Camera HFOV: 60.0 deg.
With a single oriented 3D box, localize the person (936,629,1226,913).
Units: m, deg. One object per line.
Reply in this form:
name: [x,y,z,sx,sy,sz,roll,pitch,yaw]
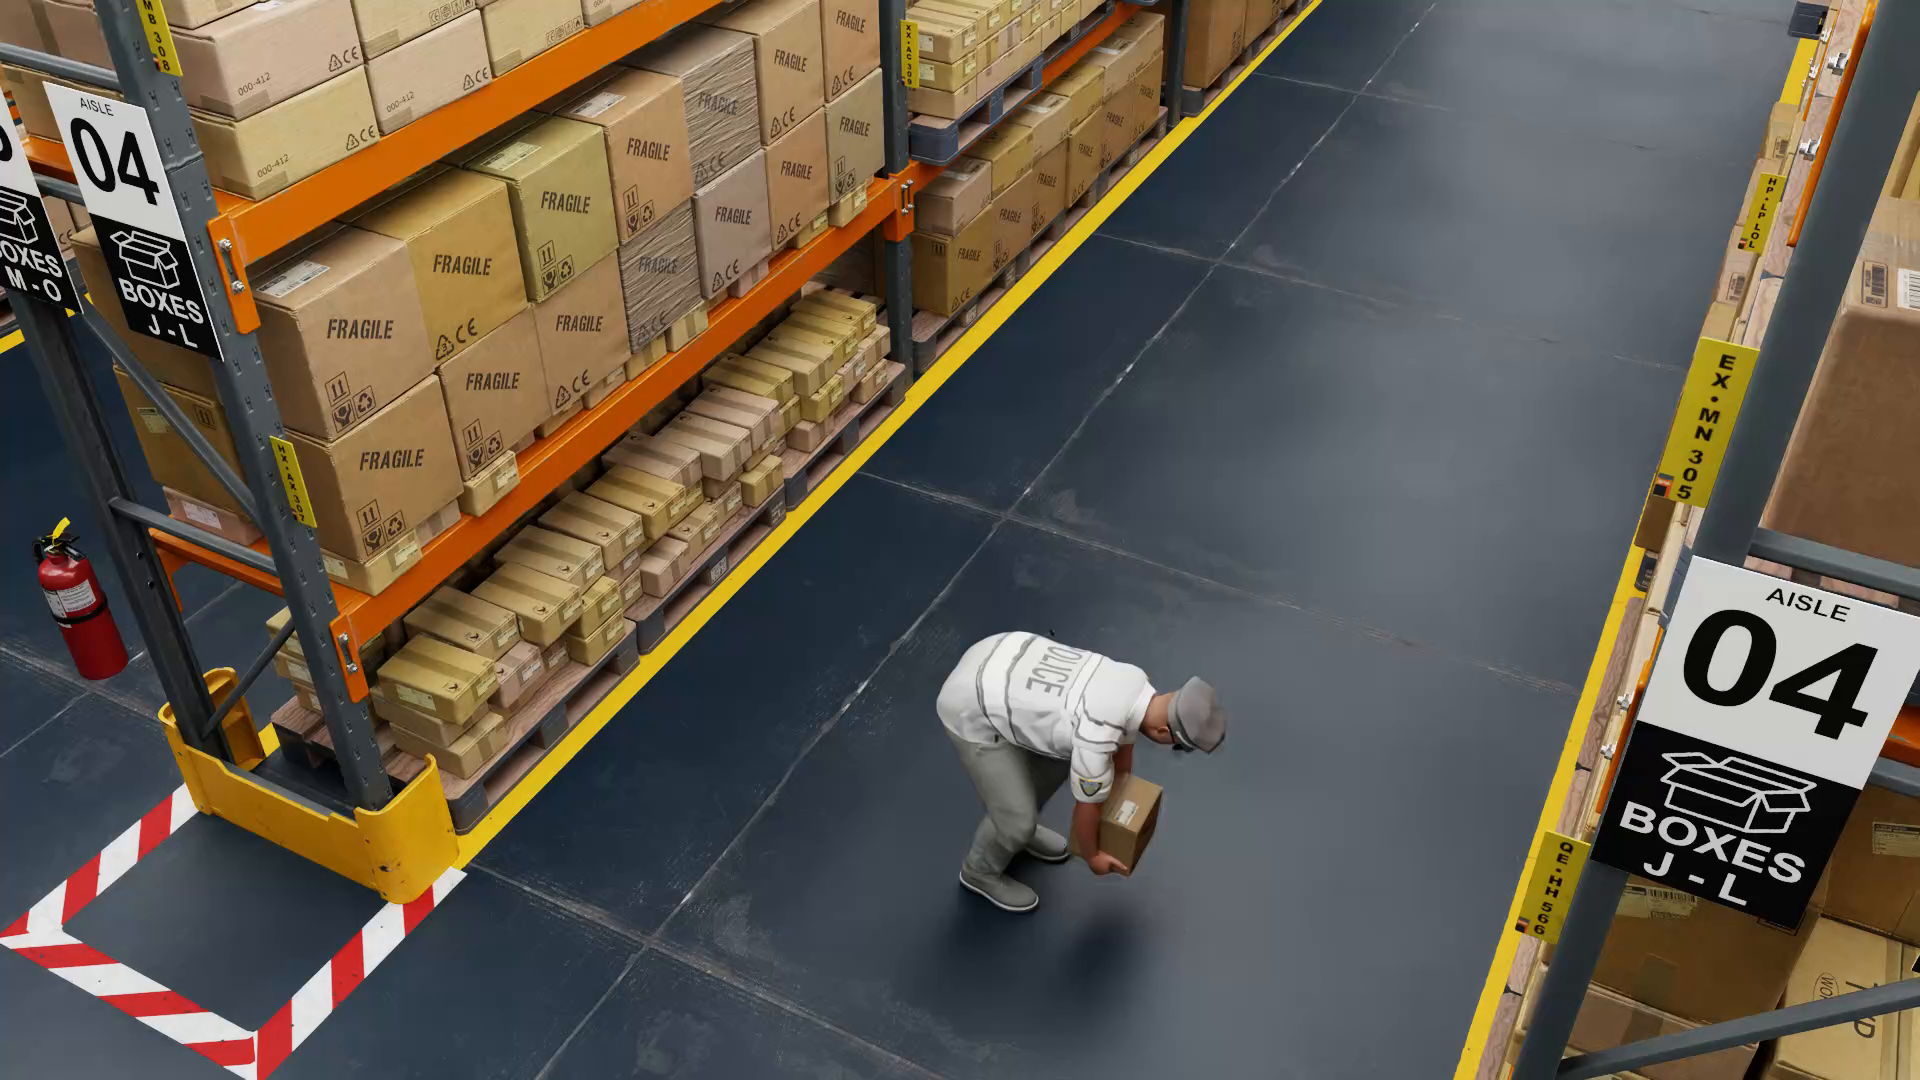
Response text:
person: [0.424,0.880,6.068,1.038,1.190,0.491,16,41,20]
